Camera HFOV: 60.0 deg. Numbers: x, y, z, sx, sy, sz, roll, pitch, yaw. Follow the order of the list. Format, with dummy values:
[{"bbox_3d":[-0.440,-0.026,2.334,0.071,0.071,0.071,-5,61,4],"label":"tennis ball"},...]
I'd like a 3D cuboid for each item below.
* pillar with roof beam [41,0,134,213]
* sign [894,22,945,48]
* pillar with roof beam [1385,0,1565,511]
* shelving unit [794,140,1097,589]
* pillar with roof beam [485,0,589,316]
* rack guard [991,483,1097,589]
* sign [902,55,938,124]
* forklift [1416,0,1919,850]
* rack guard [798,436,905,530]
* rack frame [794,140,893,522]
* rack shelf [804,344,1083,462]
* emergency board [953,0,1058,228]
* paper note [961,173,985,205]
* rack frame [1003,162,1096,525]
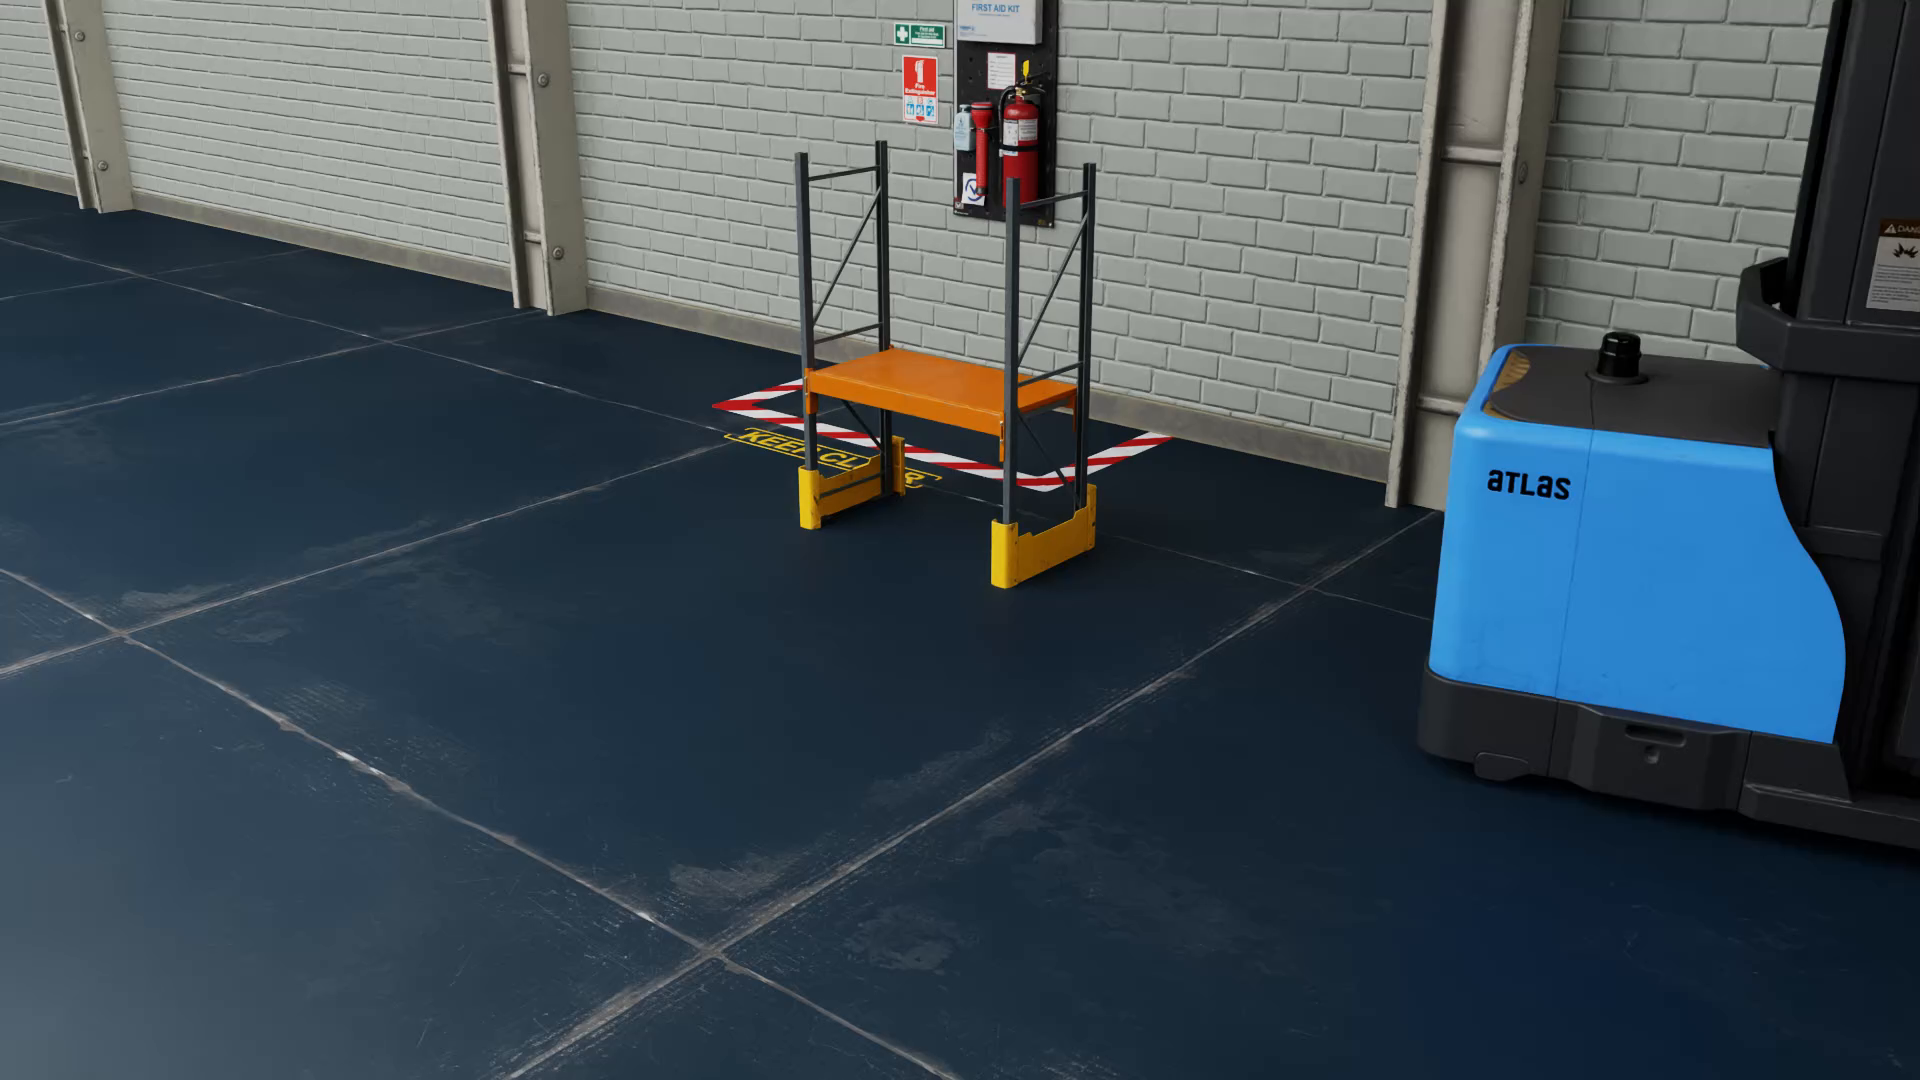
[{"bbox_3d":[-9.968,-5.856,9.443,0.400,9.000,9.100,16,26,36],"label":"pillar with roof beam"},{"bbox_3d":[-0.205,-2.523,8.306,0.331,0.109,0.001,16,26,36],"label":"sign"},{"bbox_3d":[-0.671,-3.179,2.344,0.400,9.000,9.100,16,26,36],"label":"pillar with roof beam"},{"bbox_3d":[-0.059,-0.719,6.449,1.083,1.500,0.587,16,26,36],"label":"shelving unit"},{"bbox_3d":[-5.319,-4.517,5.894,0.400,9.000,9.100,16,26,36],"label":"pillar with roof beam"},{"bbox_3d":[0.327,-0.023,6.375,0.087,0.250,0.587,16,26,36],"label":"rack guard"},{"bbox_3d":[-0.203,-2.278,8.408,0.234,0.329,0.001,16,26,36],"label":"sign"},{"bbox_3d":[2.907,-0.646,4.228,3.031,2.935,1.130,9,22,22],"label":"forklift"},{"bbox_3d":[-0.445,-0.245,6.964,0.087,0.250,0.587,16,26,36],"label":"rack guard"},{"bbox_3d":[-0.460,-0.834,6.755,0.032,1.500,0.500,16,26,36],"label":"rack frame"},{"bbox_3d":[-0.066,-0.552,6.517,1.000,0.185,0.538,16,26,36],"label":"rack shelf"},{"bbox_3d":[0.161,-2.110,8.013,0.643,1.169,0.194,16,26,36],"label":"emergency board"},{"bbox_3d":[0.067,-1.756,8.323,0.142,0.148,0.016,16,26,36],"label":"paper note"},{"bbox_3d":[0.328,-0.607,6.153,0.032,1.500,0.500,16,26,36],"label":"rack frame"}]
